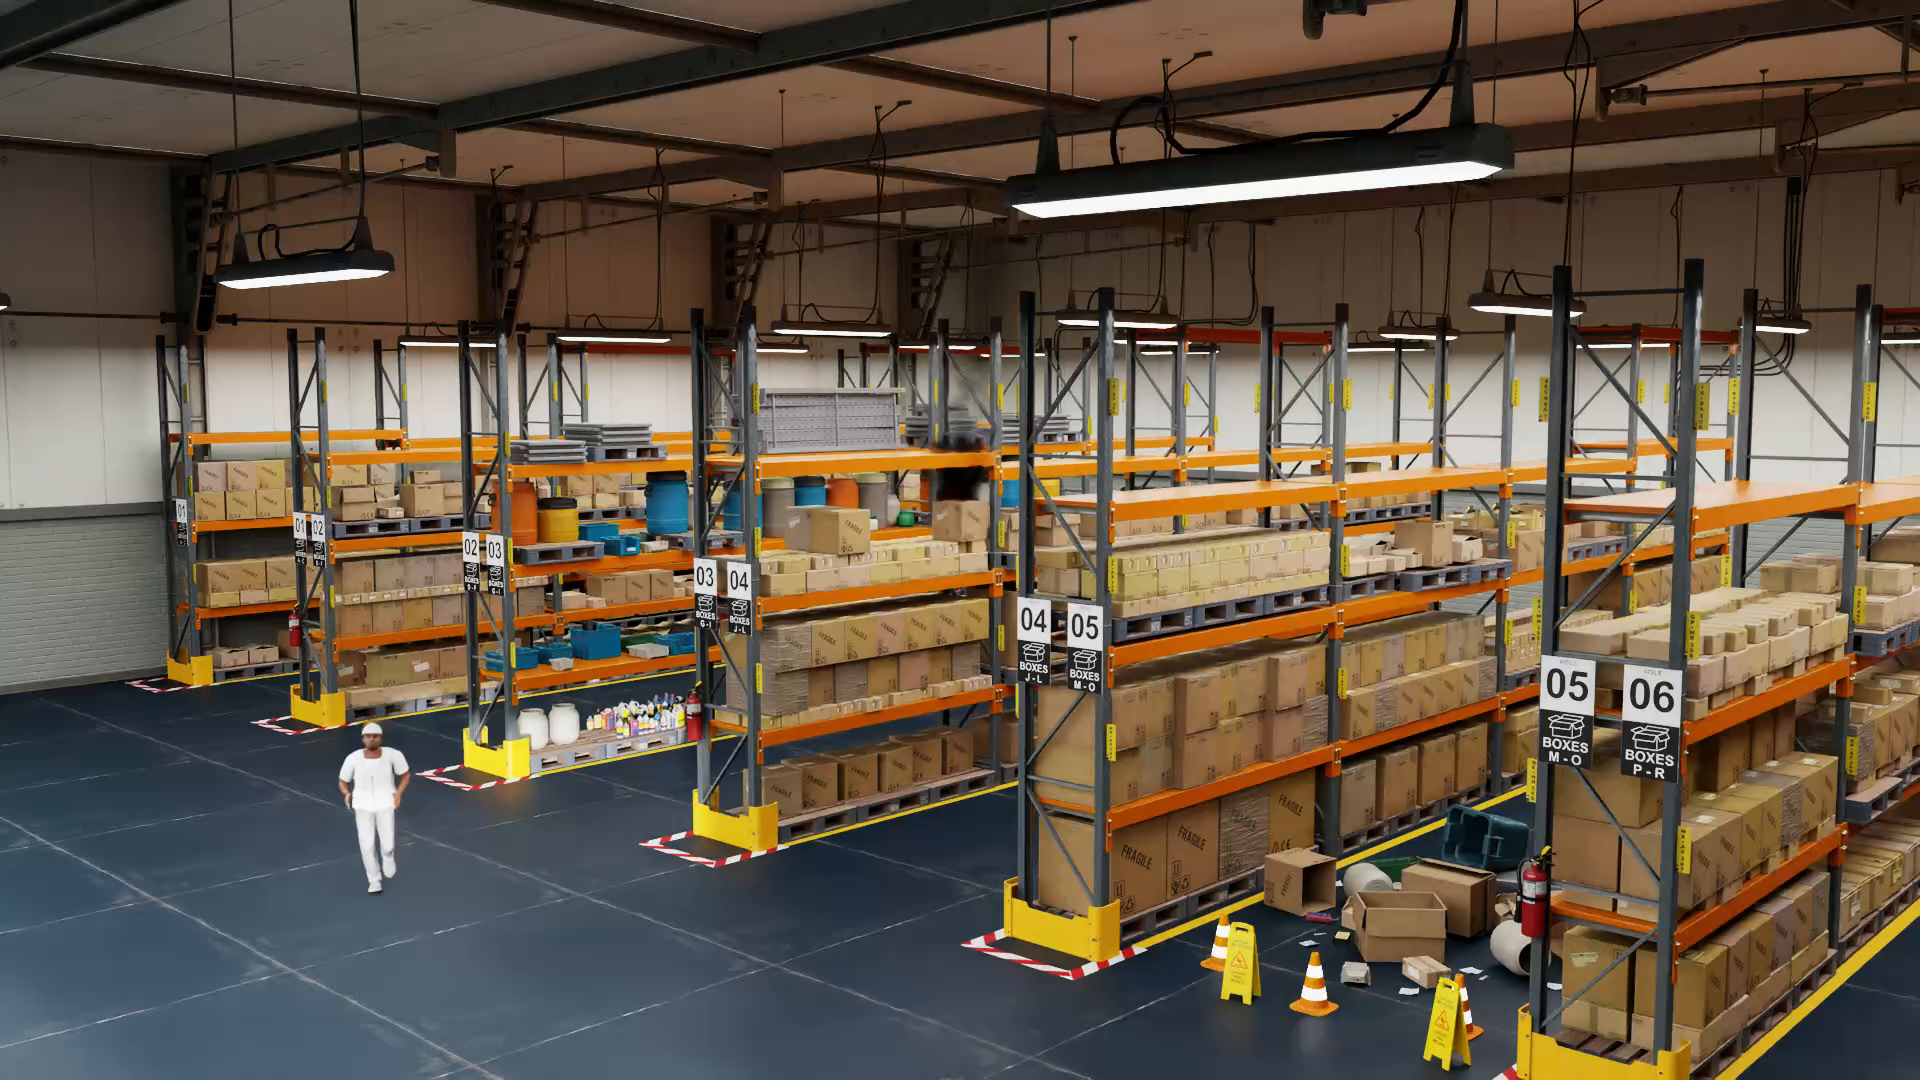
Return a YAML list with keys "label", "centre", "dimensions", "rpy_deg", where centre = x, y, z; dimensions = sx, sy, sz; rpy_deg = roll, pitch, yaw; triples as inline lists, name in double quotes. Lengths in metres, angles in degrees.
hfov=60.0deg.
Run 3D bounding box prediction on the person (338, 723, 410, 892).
- label: "person"
  centre: [-5.974, 2.716, 16.973]
  dimensions: [0.697, 1.718, 0.605]
  rpy_deg: [-1, 6, -15]
